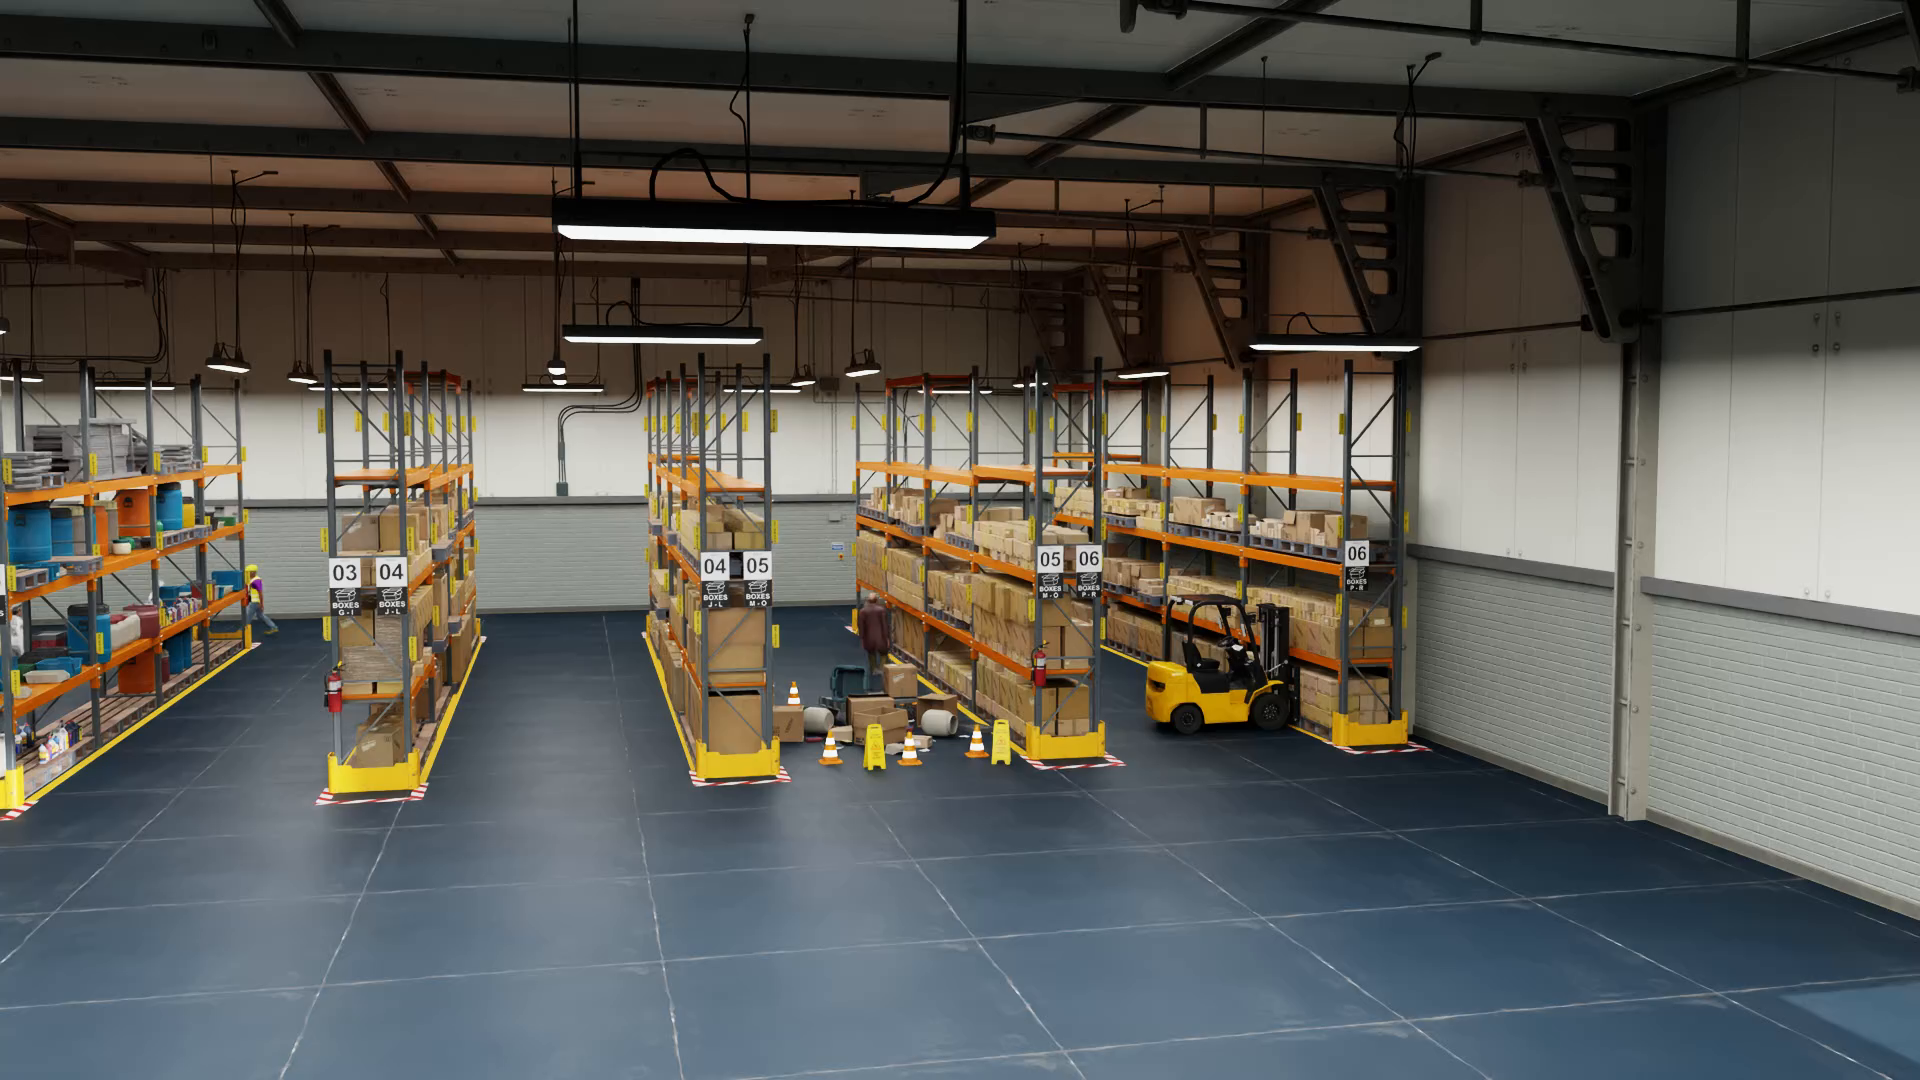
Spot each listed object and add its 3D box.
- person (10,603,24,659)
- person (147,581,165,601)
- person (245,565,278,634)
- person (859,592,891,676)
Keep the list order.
[{"bbox_3d":[-17.557,2.004,30.921,0.521,1.658,0.494,0,4,3],"label":"person"},{"bbox_3d":[-16.806,1.713,34.912,0.546,1.708,1.123,0,4,1],"label":"person"},{"bbox_3d":[-16.512,1.439,38.927,1.024,1.738,0.602,-3,5,-35],"label":"person"},{"bbox_3d":[-1.591,1.849,31.252,0.627,1.552,0.625,0,4,-3],"label":"person"}]
